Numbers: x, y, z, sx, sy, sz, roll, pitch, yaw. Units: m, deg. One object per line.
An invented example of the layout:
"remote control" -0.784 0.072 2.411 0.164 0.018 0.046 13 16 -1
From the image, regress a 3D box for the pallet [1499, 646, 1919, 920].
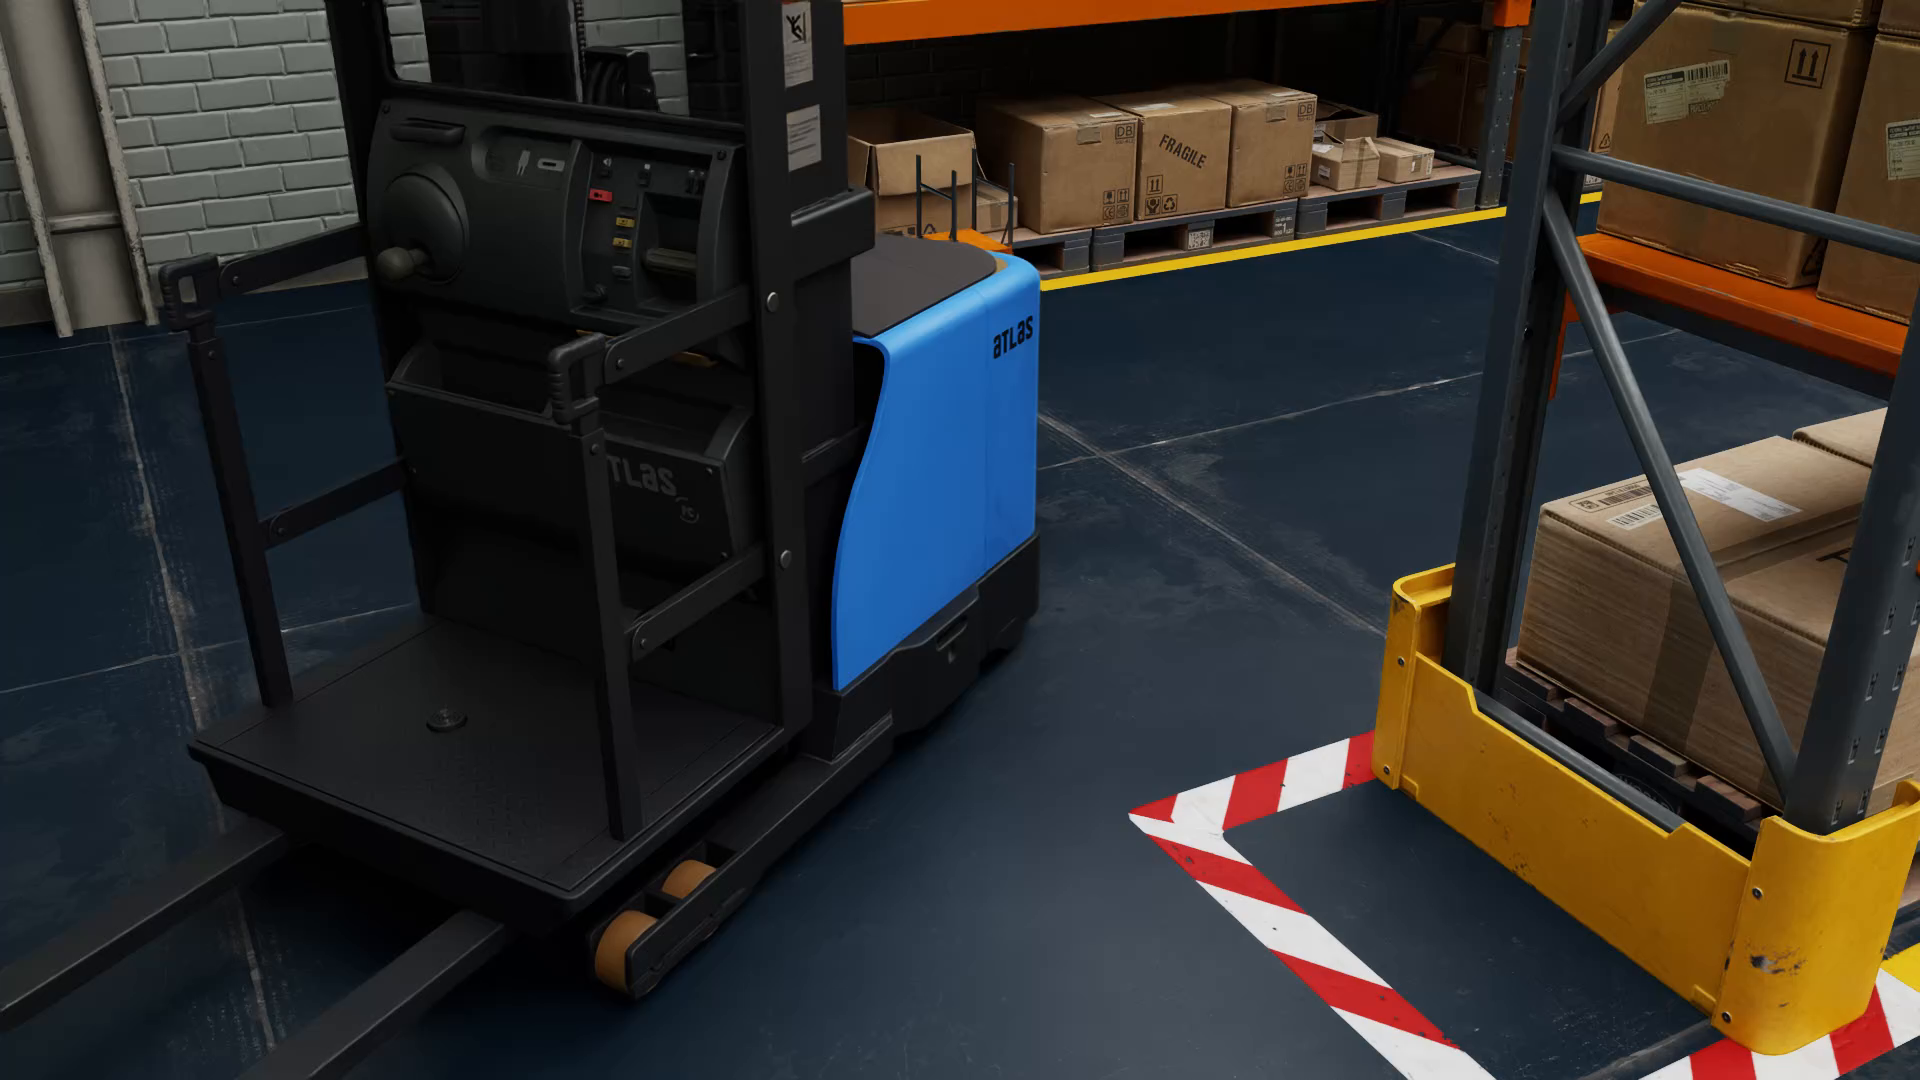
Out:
"pallet" 2.100 0.449 4.072 1.213 0.211 1.003 -13 29 -25

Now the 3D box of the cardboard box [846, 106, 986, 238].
"cardboard box" -0.323 -1.663 7.647 0.637 0.503 0.797 -14 29 -27

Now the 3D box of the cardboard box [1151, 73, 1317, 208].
"cardboard box" 1.365 -2.032 8.420 0.500 0.500 0.700 -14 29 -27

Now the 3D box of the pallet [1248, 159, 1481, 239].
"pallet" 2.016 -1.929 9.024 1.213 0.211 1.003 -13 29 -25

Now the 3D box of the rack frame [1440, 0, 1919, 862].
"rack frame" 1.432 -0.616 3.067 0.127 3.000 1.000 -13 29 -25

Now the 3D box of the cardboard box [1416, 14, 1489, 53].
"cardboard box" 2.811 -2.865 9.406 0.250 0.149 0.380 -14 29 -27

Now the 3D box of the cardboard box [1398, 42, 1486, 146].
"cardboard box" 2.916 -2.601 9.604 0.500 0.500 0.500 -13 29 -25

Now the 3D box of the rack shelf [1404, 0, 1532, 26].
"rack shelf" 4.387 -3.408 9.715 4.000 0.370 1.077 -13 29 -25

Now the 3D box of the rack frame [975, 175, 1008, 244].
"rack frame" 0.093 -0.563 5.036 0.002 1.046 0.228 -13 29 -25

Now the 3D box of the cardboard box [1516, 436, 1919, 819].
"cardboard box" 1.967 0.177 3.890 0.875 0.438 0.875 -14 29 -27

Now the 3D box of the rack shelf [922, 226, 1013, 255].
"rack shelf" 0.013 -0.828 4.860 0.180 0.103 0.258 -13 29 -25

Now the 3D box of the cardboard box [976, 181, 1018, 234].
"cardboard box" 0.070 -1.575 7.873 0.250 0.149 0.380 -14 29 -27

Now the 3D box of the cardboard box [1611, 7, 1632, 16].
"cardboard box" 3.733 -3.072 9.835 0.250 0.149 0.380 -12 28 -24

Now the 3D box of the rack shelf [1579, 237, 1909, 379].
"rack shelf" 4.405 -1.986 1.057 3.910 4.714 5.869 -13 29 -25

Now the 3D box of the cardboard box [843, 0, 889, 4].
"cardboard box" -0.488 -2.360 6.989 0.250 0.149 0.380 -13 29 -25

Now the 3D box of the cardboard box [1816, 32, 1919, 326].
"cardboard box" 1.990 -0.649 3.021 0.500 0.500 0.500 -13 29 -25

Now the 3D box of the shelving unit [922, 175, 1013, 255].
"shelving unit" 0.014 -0.544 4.997 0.183 1.046 0.258 -13 29 -25

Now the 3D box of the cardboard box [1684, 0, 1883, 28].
"cardboard box" 1.745 -1.301 3.223 0.500 0.500 0.500 -12 28 -23

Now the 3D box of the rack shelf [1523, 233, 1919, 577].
"rack shelf" 3.196 -0.699 4.071 4.000 0.370 1.077 -13 29 -25

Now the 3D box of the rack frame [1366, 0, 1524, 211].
"rack frame" 2.622 -3.325 8.711 0.127 3.000 1.000 -13 29 -25

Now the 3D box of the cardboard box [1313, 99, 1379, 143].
"cardboard box" 1.928 -2.258 9.109 0.500 0.311 0.500 -12 28 -23

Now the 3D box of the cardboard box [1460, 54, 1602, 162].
"cardboard box" 3.155 -2.400 9.187 0.500 0.500 0.500 -12 28 -23

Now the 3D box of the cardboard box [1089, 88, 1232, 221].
"cardboard box" 0.963 -1.890 8.124 0.500 0.500 0.500 -12 28 -24

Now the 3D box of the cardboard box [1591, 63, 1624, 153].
"cardboard box" 3.620 -2.513 9.421 0.500 0.500 0.500 -13 29 -26

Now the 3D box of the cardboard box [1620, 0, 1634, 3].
"cardboard box" 4.171 -3.185 10.072 0.265 0.149 0.390 -13 29 -25

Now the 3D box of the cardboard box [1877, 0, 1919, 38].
"cardboard box" 1.989 -1.101 2.806 0.500 0.500 0.500 -14 29 -26
